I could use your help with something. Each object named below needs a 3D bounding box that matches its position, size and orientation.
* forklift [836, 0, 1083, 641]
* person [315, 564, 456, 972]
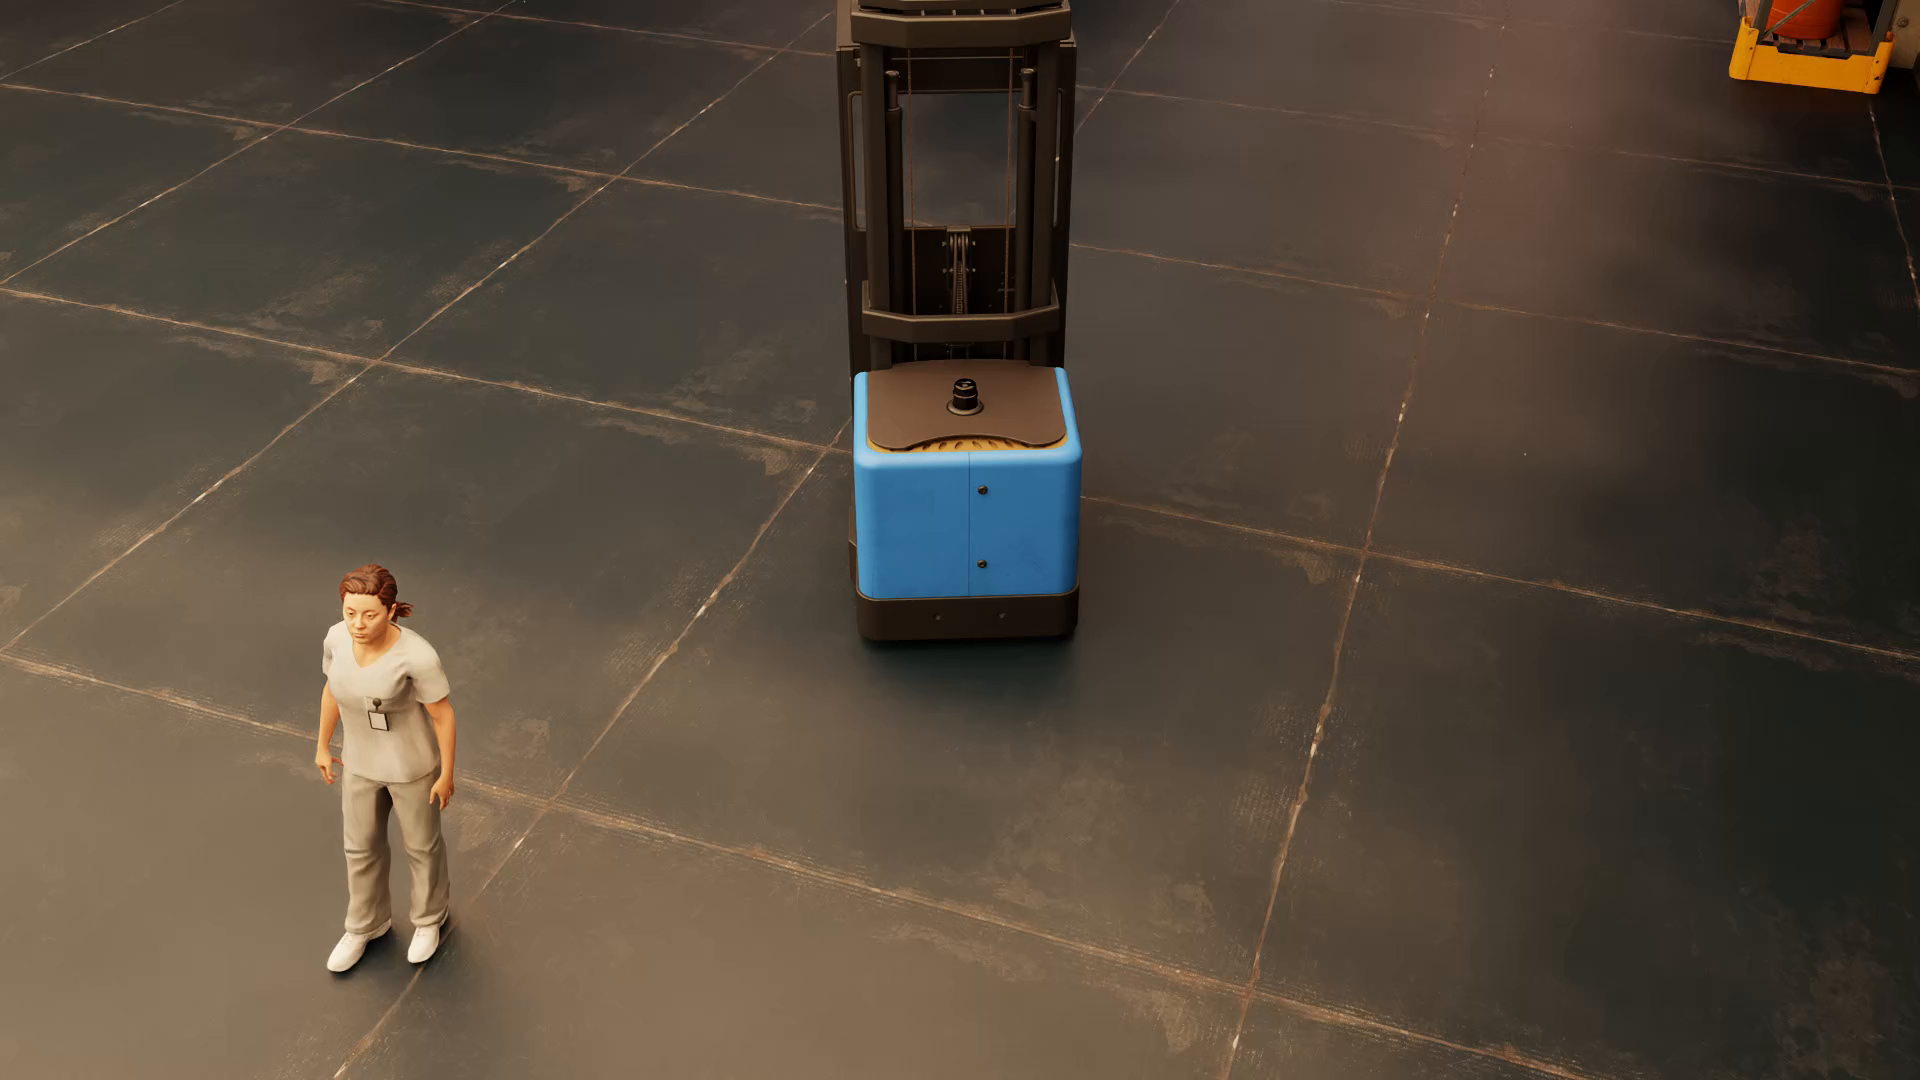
[{"bbox_3d":[-0.029,-1.547,8.293,1.130,2.935,3.031,-2,35,-2],"label":"forklift"},{"bbox_3d":[-2.084,0.847,5.988,0.549,1.674,0.548,8,36,11],"label":"person"}]
